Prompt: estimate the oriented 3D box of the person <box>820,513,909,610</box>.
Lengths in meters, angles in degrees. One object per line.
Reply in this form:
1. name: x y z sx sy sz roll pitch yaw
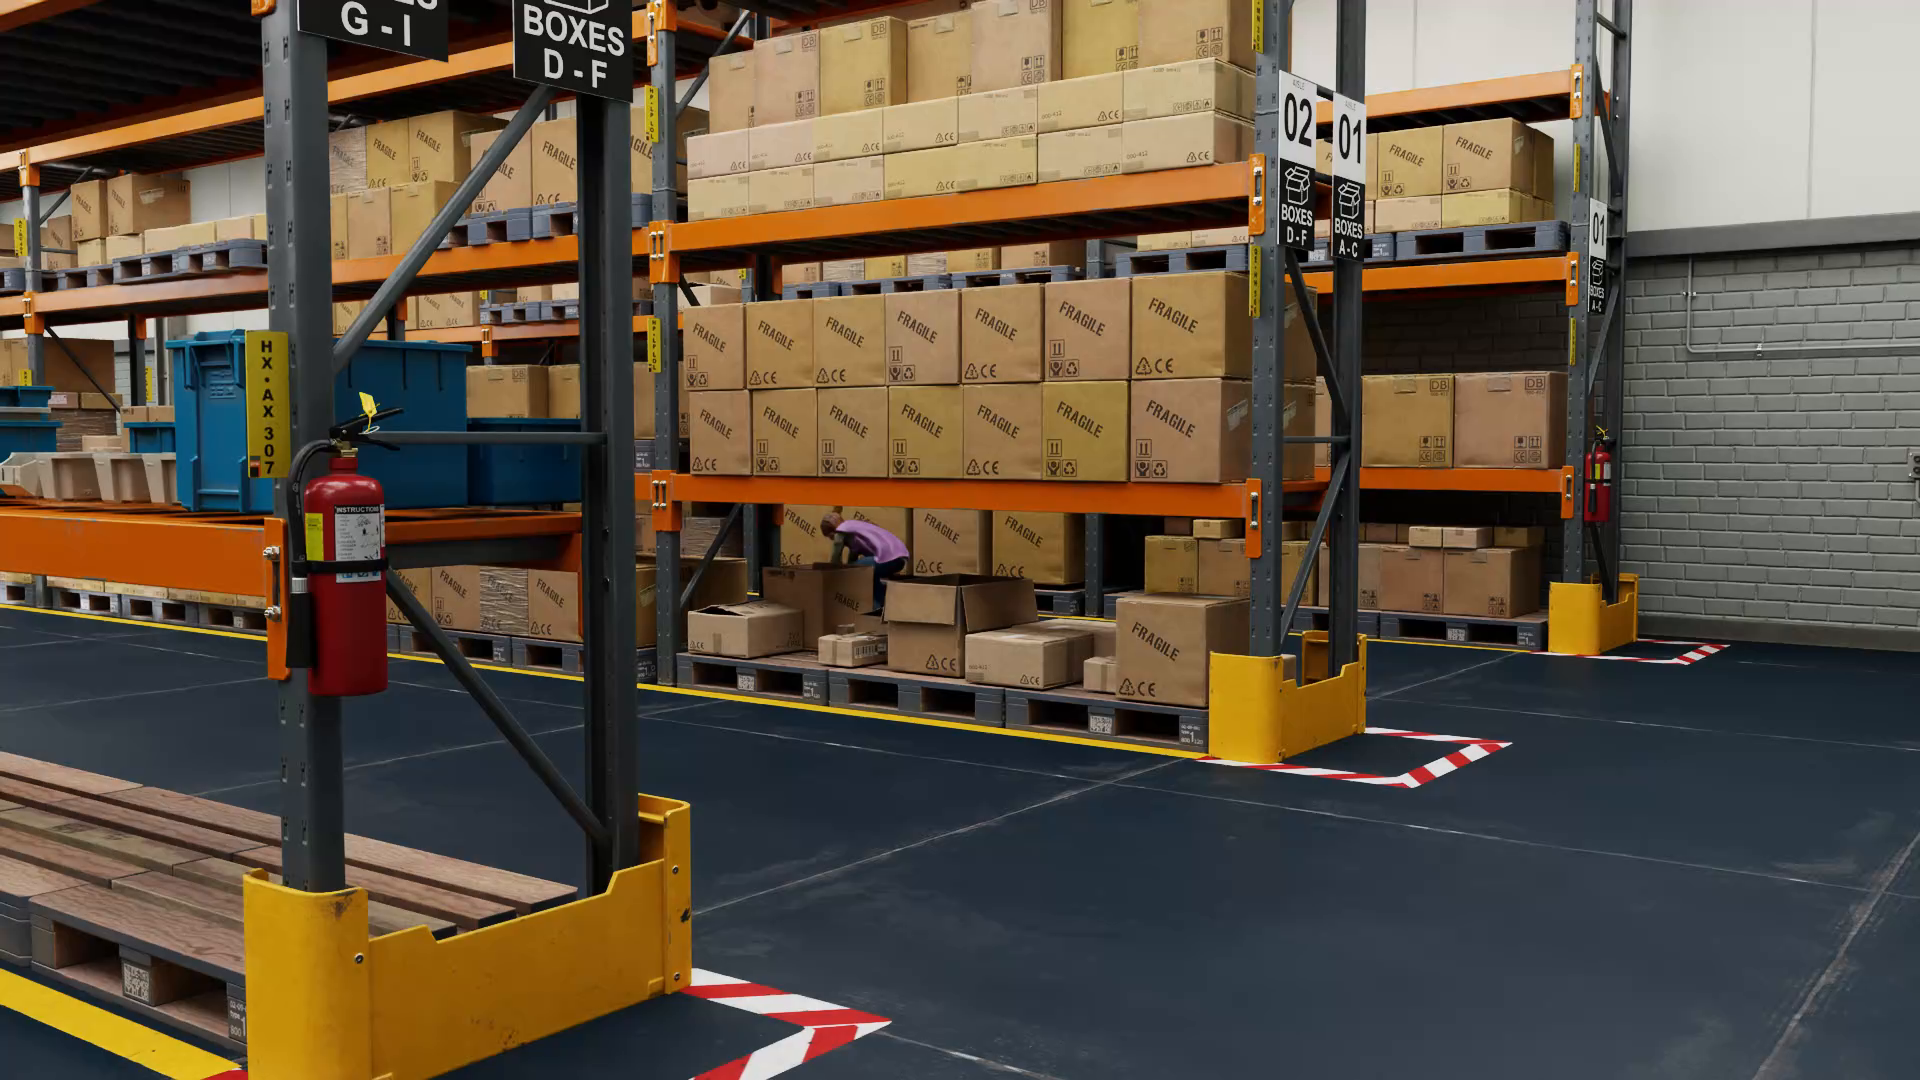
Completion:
1. person: -0.814 0.230 13.913 0.838 0.902 0.426 2 4 34
